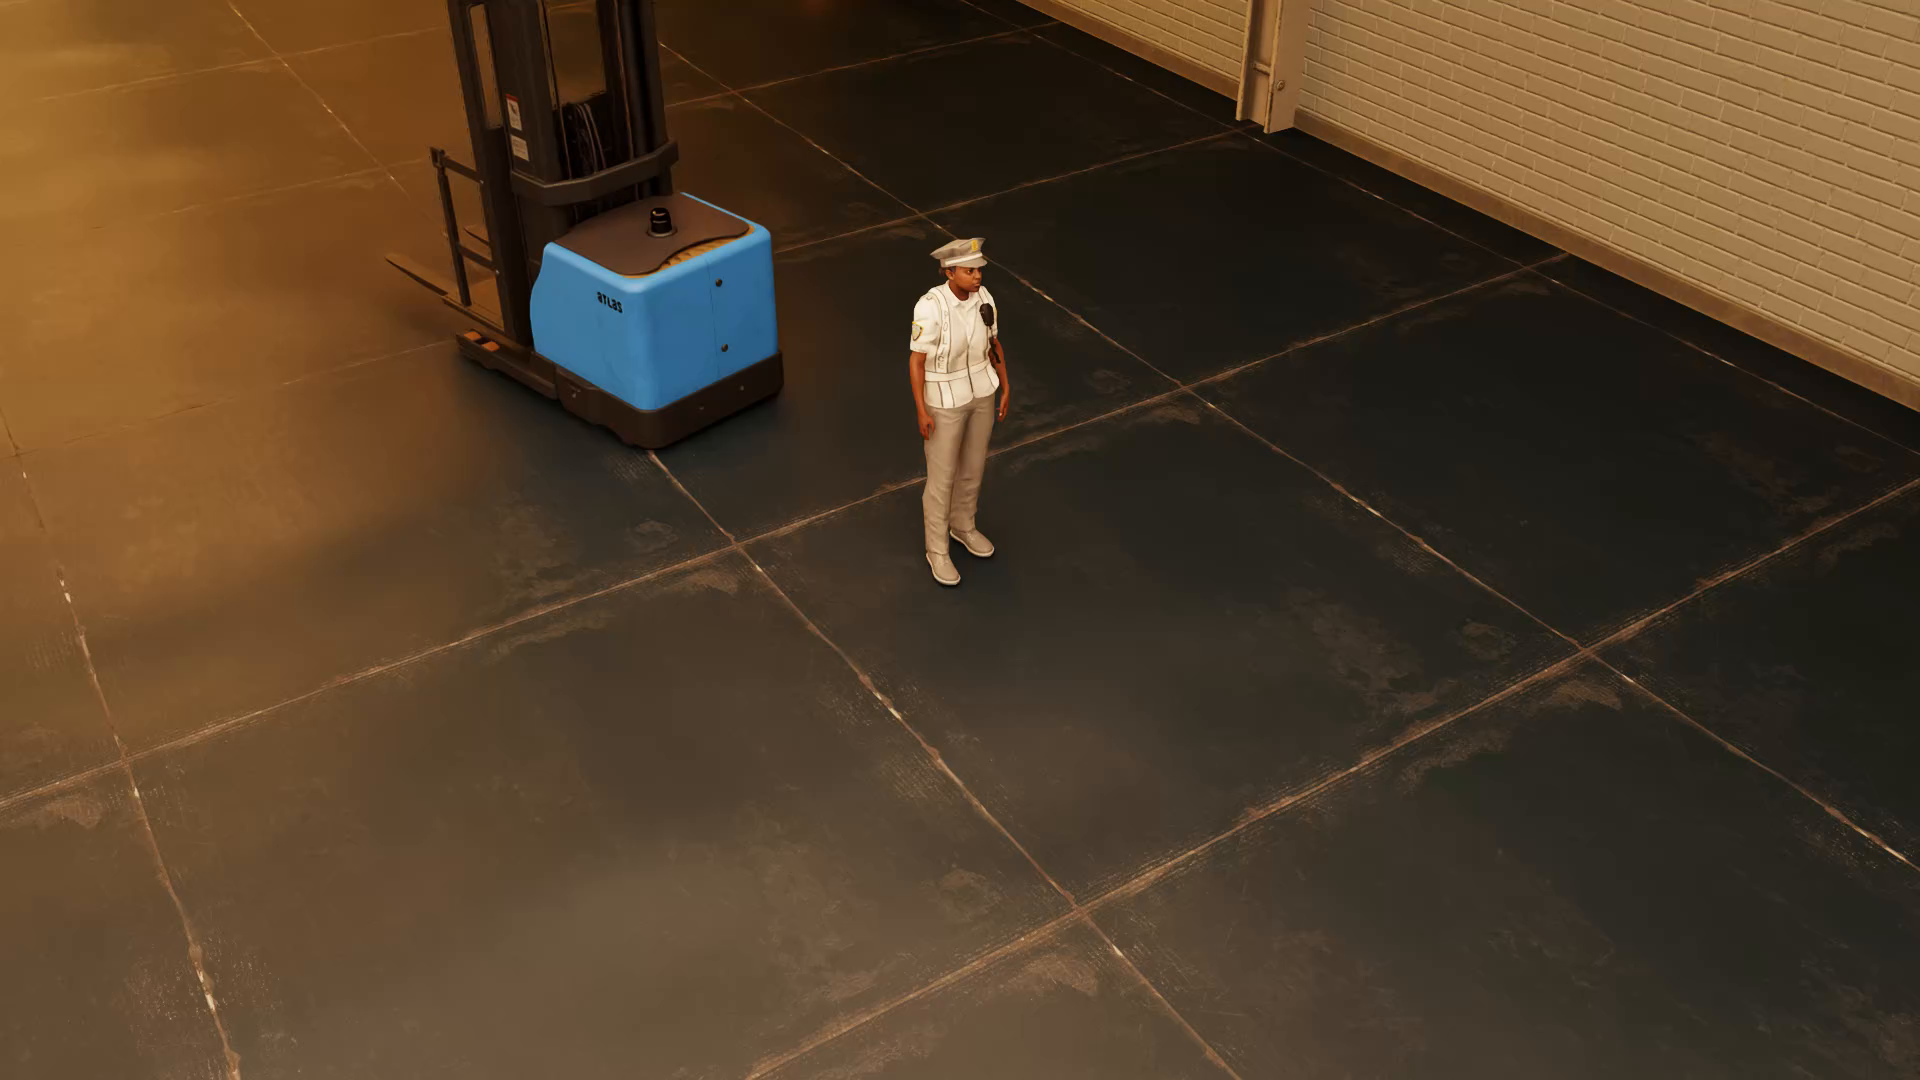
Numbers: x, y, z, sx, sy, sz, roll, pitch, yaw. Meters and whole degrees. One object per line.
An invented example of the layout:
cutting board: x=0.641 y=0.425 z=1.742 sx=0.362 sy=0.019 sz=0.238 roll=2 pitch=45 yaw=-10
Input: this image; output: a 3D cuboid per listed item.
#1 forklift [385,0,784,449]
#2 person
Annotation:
forklift: x=-2.467 y=-2.439 z=9.619 sx=3.031 sy=2.935 sz=1.130 roll=28 pitch=44 yaw=34
person: x=0.025 y=-0.657 z=8.145 sx=0.570 sy=1.697 sz=0.528 roll=-21 pitch=40 yaw=-27
